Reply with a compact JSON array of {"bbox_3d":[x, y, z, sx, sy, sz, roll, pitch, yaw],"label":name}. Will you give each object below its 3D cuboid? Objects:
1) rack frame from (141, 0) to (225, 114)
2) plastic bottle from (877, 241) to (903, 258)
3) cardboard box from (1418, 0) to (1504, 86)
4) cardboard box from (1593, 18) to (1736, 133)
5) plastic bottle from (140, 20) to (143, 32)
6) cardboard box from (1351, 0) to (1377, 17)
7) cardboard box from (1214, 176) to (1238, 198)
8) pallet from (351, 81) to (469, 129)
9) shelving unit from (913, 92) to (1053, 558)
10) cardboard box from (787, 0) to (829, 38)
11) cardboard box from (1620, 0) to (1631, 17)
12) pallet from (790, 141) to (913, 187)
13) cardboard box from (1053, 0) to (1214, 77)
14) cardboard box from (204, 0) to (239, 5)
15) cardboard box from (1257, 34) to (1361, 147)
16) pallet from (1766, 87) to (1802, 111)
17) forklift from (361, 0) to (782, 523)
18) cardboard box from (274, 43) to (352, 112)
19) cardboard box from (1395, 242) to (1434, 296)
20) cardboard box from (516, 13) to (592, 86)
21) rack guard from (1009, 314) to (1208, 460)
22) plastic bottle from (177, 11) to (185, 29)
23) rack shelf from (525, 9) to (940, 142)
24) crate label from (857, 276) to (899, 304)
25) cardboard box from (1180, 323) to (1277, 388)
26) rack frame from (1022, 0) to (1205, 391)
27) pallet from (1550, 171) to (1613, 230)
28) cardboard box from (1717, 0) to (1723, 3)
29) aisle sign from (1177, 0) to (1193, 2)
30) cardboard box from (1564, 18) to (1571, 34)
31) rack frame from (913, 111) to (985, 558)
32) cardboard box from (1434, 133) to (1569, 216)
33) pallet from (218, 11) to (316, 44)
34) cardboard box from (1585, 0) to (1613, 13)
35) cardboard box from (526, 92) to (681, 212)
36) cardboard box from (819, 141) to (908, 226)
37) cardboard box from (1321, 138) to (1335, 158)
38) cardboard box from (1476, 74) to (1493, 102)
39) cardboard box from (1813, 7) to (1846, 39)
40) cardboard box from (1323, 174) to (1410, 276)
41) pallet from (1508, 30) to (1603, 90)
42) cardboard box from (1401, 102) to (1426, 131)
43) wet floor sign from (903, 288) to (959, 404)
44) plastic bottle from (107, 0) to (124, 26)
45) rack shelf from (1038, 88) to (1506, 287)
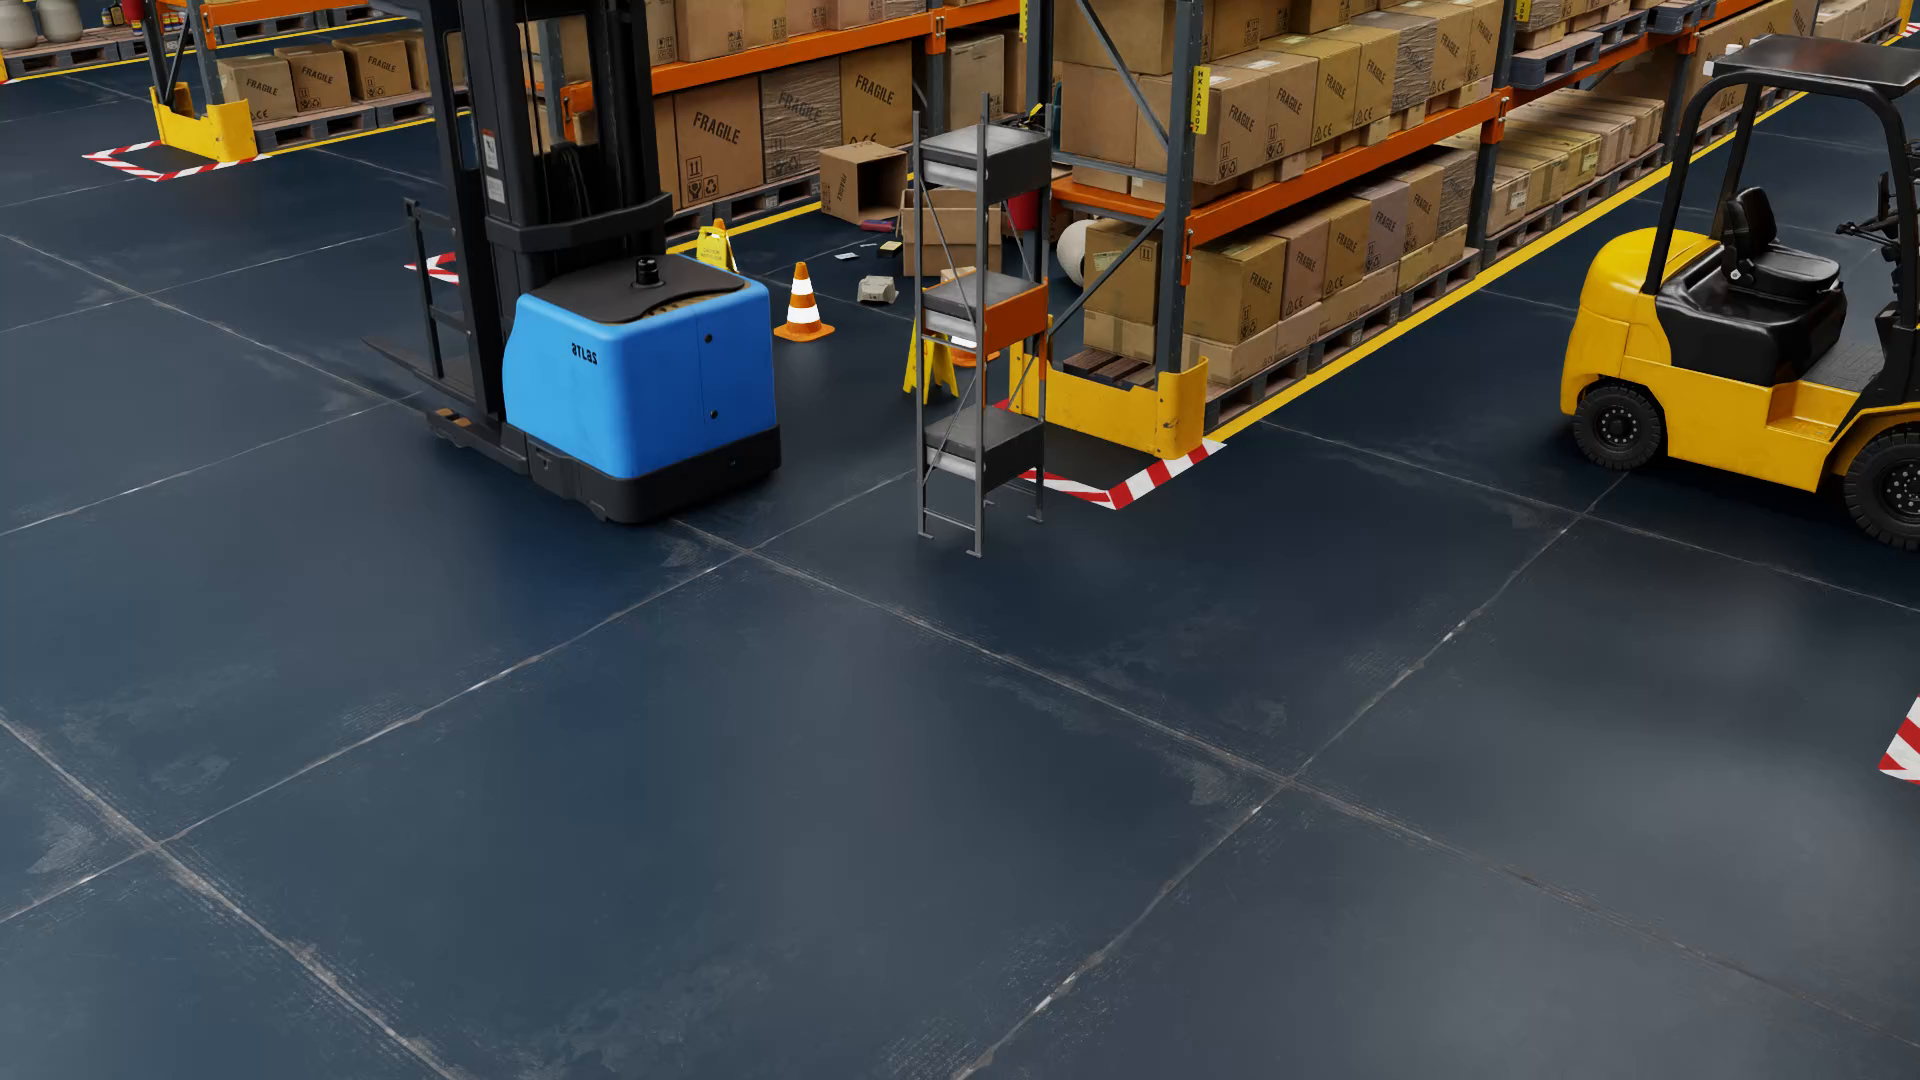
[{"bbox_3d":[-6.874,-4.859,14.377,1.000,3.000,0.127,21,34,34],"label":"rack frame"},{"bbox_3d":[-0.508,-2.174,12.386,0.133,0.061,0.283,9,29,17],"label":"plastic bottle"},{"bbox_3d":[3.226,-3.327,10.984,0.500,0.500,0.500,20,33,33],"label":"cardboard box"},{"bbox_3d":[6.365,-4.262,15.080,0.875,0.875,0.875,20,34,34],"label":"cardboard box"},{"bbox_3d":[-9.236,-5.847,18.855,0.097,0.201,0.097,0,27,0],"label":"plastic bottle"},{"bbox_3d":[2.188,-3.564,10.353,0.700,0.500,0.500,20,33,33],"label":"cardboard box"},{"bbox_3d":[1.298,-2.004,9.133,0.380,0.149,0.250,21,34,35],"label":"cardboard box"},{"bbox_3d":[-5.505,-4.355,16.439,1.003,0.211,1.213,21,34,34],"label":"pallet"},{"bbox_3d":[0.105,-0.991,7.881,0.431,2.100,0.503,21,34,34],"label":"shelving unit"},{"bbox_3d":[-1.559,-4.365,13.260,0.875,0.550,0.550,21,34,34],"label":"cardboard box"},{"bbox_3d":[4.910,-4.116,12.759,0.380,0.149,0.250,20,33,33],"label":"cardboard box"},{"bbox_3d":[-1.111,-3.306,14.411,1.003,0.211,1.213,21,34,34],"label":"pallet"},{"bbox_3d":[0.929,-2.828,8.931,0.700,0.500,0.500,20,33,33],"label":"cardboard box"},{"bbox_3d":[-6.509,-4.778,14.496,0.380,0.149,0.250,21,34,34],"label":"cardboard box"},{"bbox_3d":[1.938,-2.591,9.562,0.500,0.500,0.500,20,33,33],"label":"cardboard box"},{"bbox_3d":[7.973,-4.683,17.072,1.003,0.211,1.213,21,34,34],"label":"pallet"},{"bbox_3d":[-2.352,-1.961,8.851,3.031,2.935,1.130,25,36,39],"label":"forklift"},{"bbox_3d":[-6.110,-4.373,15.703,0.500,0.500,0.500,-18,32,-31],"label":"cardboard box"},{"bbox_3d":[2.817,-1.866,11.128,0.500,0.250,0.500,20,33,33],"label":"cardboard box"},{"bbox_3d":[-2.910,-3.585,11.751,0.875,0.550,0.550,21,34,34],"label":"cardboard box"},{"bbox_3d":[0.821,-0.879,9.405,1.175,0.500,0.348,21,34,34],"label":"rack guard"},{"bbox_3d":[-8.958,-6.003,19.155,0.097,0.201,0.097,0,27,0],"label":"plastic bottle"},{"bbox_3d":[-1.839,-3.763,13.042,1.077,0.370,4.000,21,34,34],"label":"rack shelf"},{"bbox_3d":[-0.570,-1.721,11.428,0.250,0.136,0.298,4,28,8],"label":"crate label"},{"bbox_3d":[1.499,-1.133,9.711,0.500,0.250,0.500,20,34,34],"label":"cardboard box"},{"bbox_3d":[0.773,-1.962,8.779,1.000,3.000,0.127,21,34,34],"label":"rack frame"},{"bbox_3d":[4.587,-2.853,13.535,1.003,0.211,1.213,21,34,34],"label":"pallet"},{"bbox_3d":[6.367,-4.832,14.489,0.500,0.250,0.500,20,33,34],"label":"cardboard box"},{"bbox_3d":[0.973,-3.004,7.964,0.394,0.787,0.004,21,34,34],"label":"aisle sign"},{"bbox_3d":[4.199,-3.768,12.085,0.380,0.149,0.250,23,35,37],"label":"cardboard box"},{"bbox_3d":[-0.050,-0.905,7.714,0.400,2.100,0.015,21,34,34],"label":"rack frame"},{"bbox_3d":[4.103,-2.843,12.883,0.950,0.372,0.625,23,35,37],"label":"cardboard box"},{"bbox_3d":[-8.611,-6.260,20.121,1.003,0.211,1.213,21,34,34],"label":"pallet"},{"bbox_3d":[4.480,-4.175,12.166,0.500,0.500,0.500,21,34,34],"label":"cardboard box"},{"bbox_3d":[-2.731,-2.876,12.400,0.875,0.875,0.875,21,34,35],"label":"cardboard box"},{"bbox_3d":[-0.762,-2.832,13.177,0.500,0.500,0.500,-21,34,-35],"label":"cardboard box"},{"bbox_3d":[1.987,-2.364,9.829,0.380,0.149,0.250,22,35,36],"label":"cardboard box"},{"bbox_3d":[3.348,-3.066,11.185,0.380,0.149,0.250,20,34,34],"label":"cardboard box"},{"bbox_3d":[8.888,-5.457,17.865,0.875,0.438,0.875,20,34,34],"label":"cardboard box"},{"bbox_3d":[2.502,-2.029,10.626,0.500,0.500,0.500,23,35,37],"label":"cardboard box"},{"bbox_3d":[3.915,-3.524,12.006,1.003,0.211,1.213,21,34,34],"label":"pallet"},{"bbox_3d":[2.704,-2.705,10.487,0.380,0.149,0.250,20,34,34],"label":"cardboard box"},{"bbox_3d":[-0.174,-1.162,9.794,0.232,0.644,0.267,-15,31,-27],"label":"wet floor sign"},{"bbox_3d":[-9.806,-6.121,19.295,0.061,0.283,0.133,22,34,36],"label":"plastic bottle"},{"bbox_3d":[2.045,-2.352,10.315,1.077,0.370,4.000,21,34,34],"label":"rack shelf"}]
